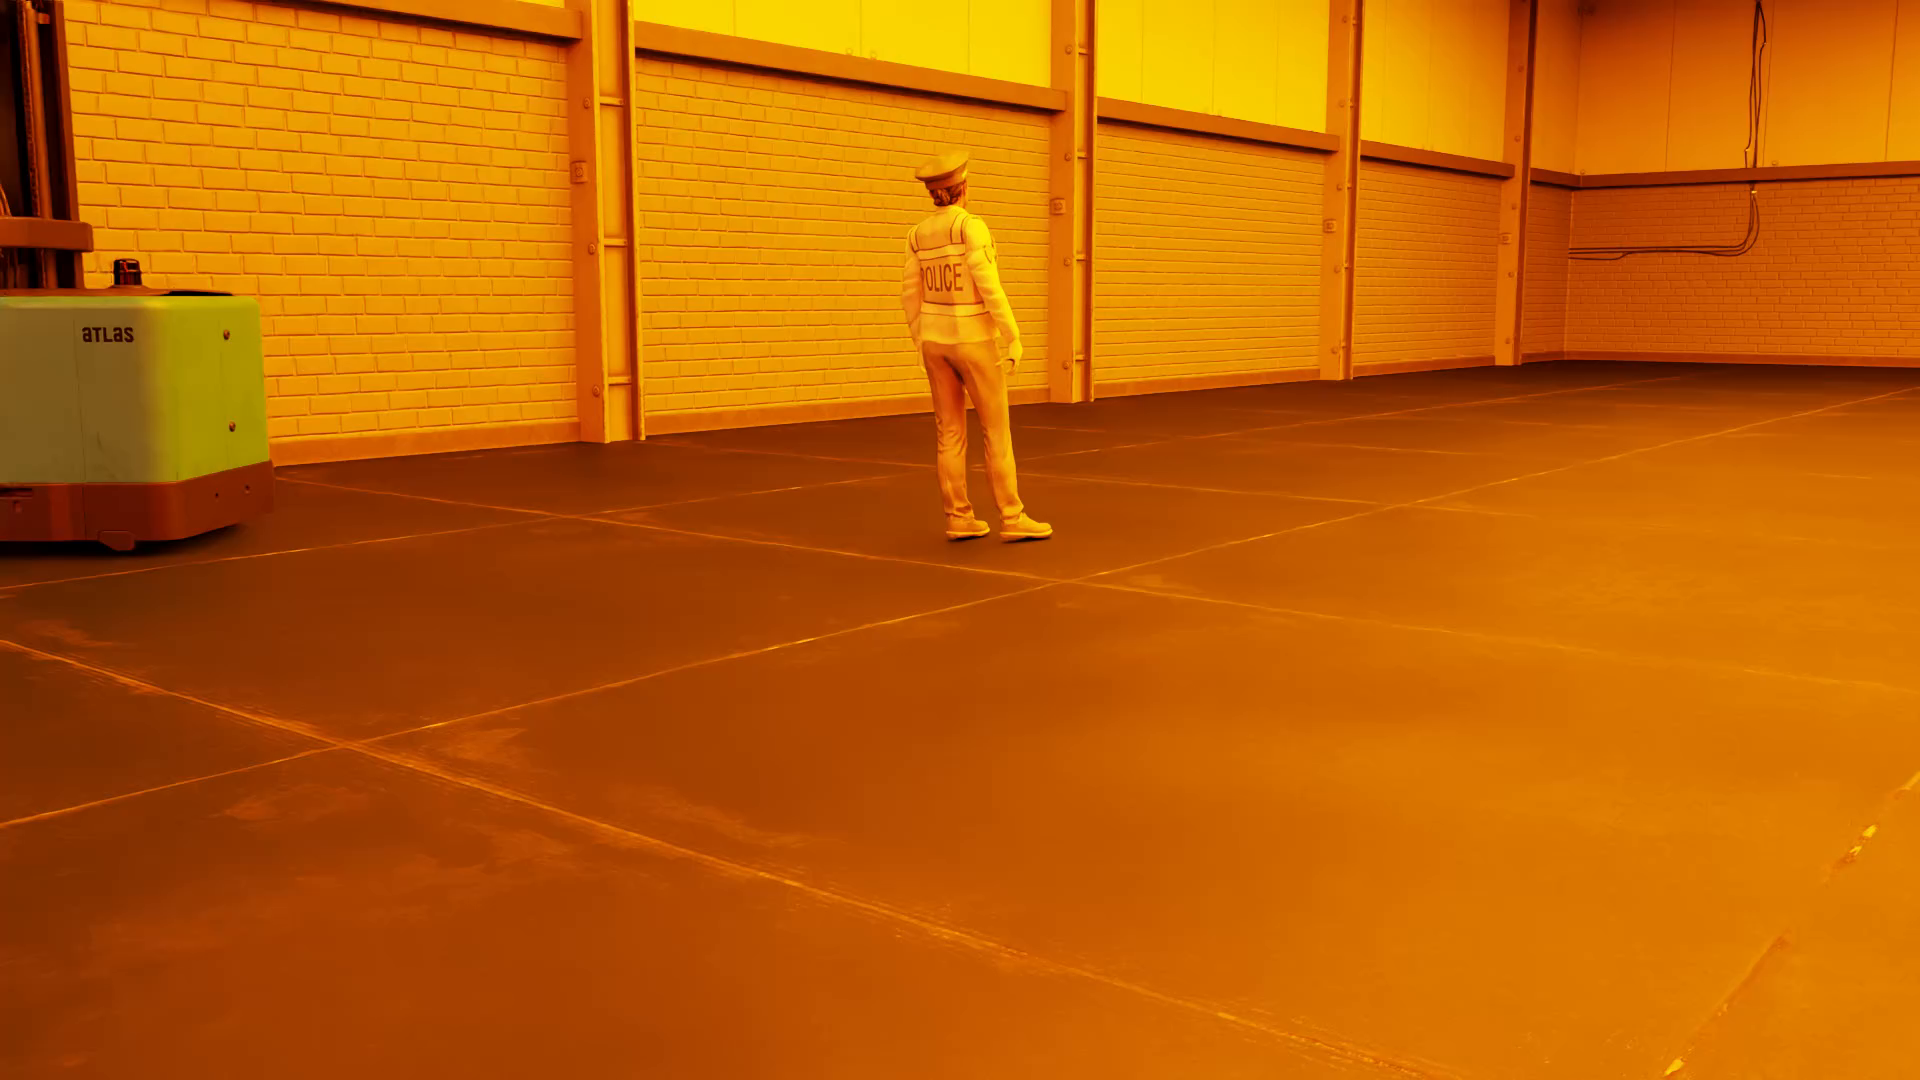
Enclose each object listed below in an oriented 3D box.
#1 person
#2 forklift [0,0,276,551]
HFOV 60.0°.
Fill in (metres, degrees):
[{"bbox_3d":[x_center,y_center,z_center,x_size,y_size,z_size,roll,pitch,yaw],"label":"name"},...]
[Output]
[{"bbox_3d":[0.048,-0.852,7.330,0.587,1.695,0.531,7,11,38],"label":"person"},{"bbox_3d":[-4.744,-1.454,7.220,3.031,2.935,1.130,0,8,1],"label":"forklift"}]
